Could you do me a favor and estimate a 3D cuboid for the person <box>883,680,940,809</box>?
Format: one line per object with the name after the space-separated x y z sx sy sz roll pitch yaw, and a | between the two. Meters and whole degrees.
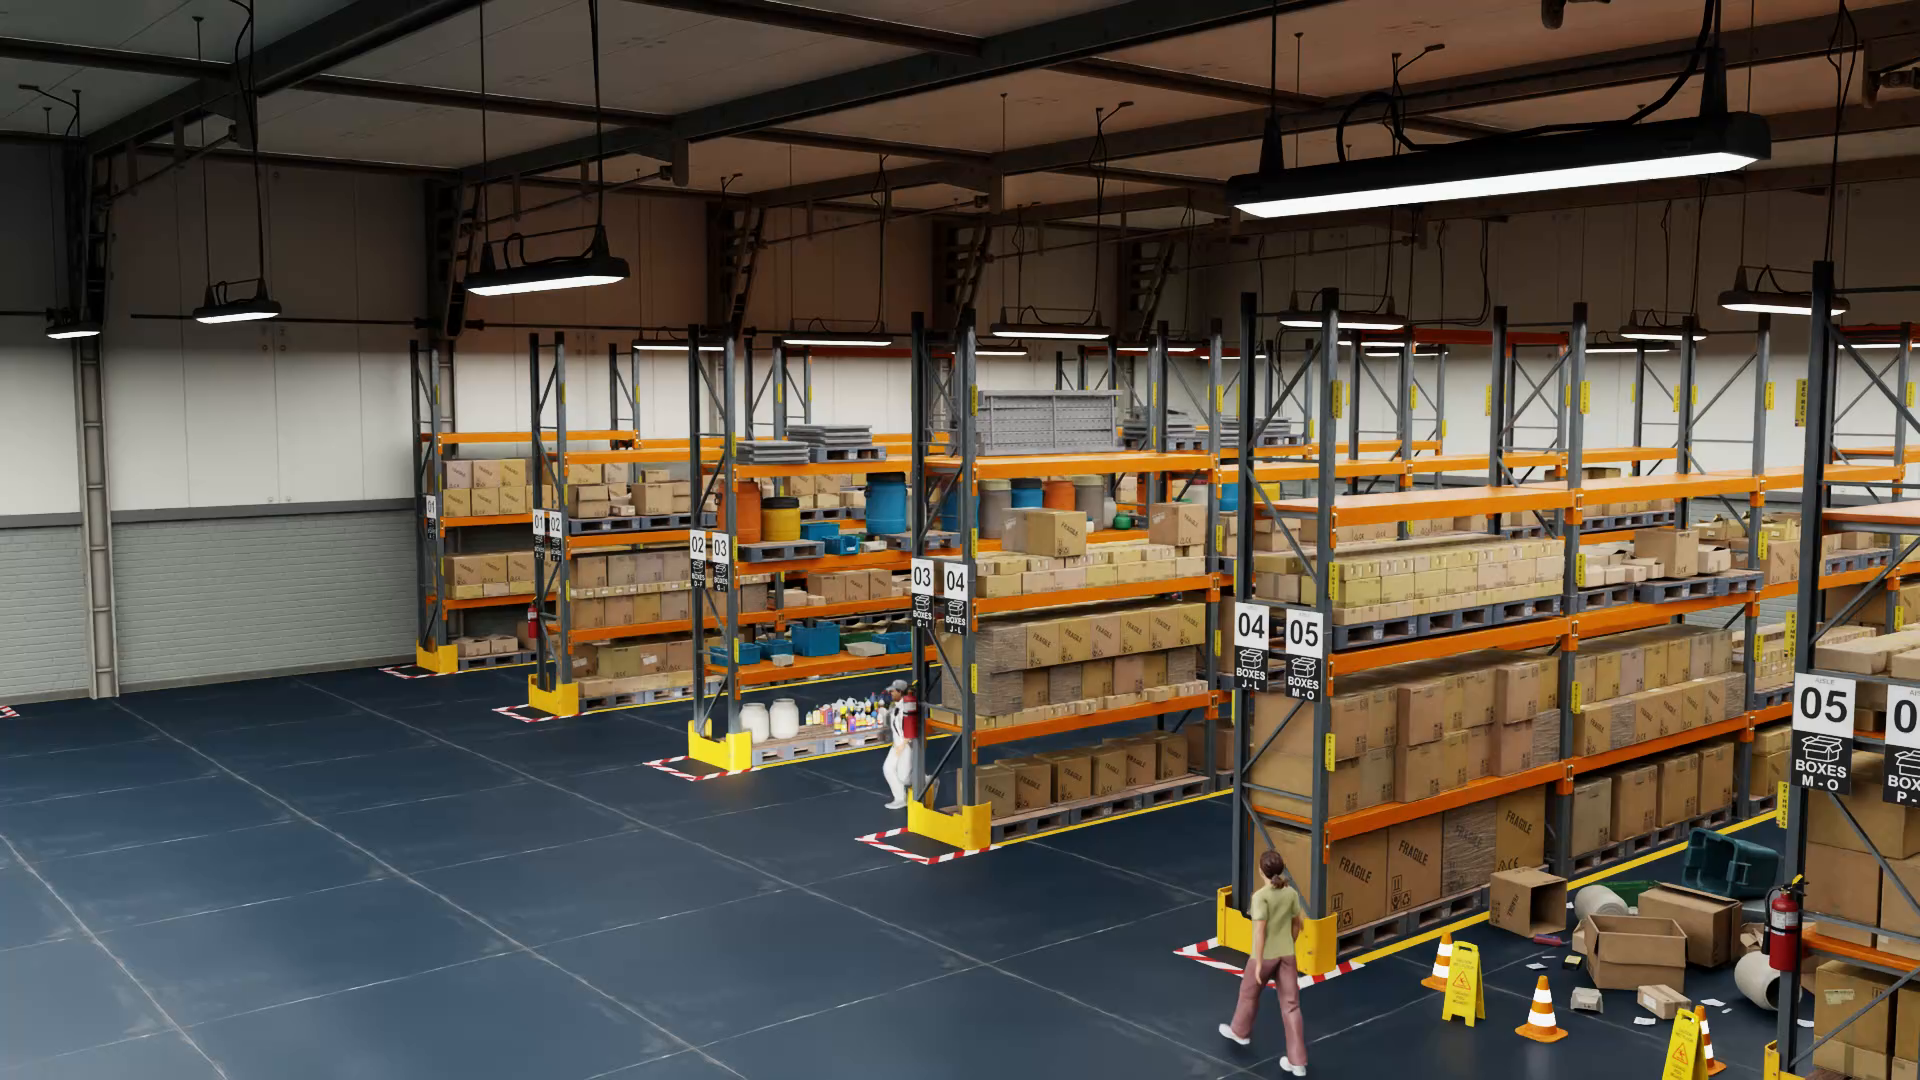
-0.608 2.498 20.483 0.688 1.577 0.519 -2 6 -17 | person

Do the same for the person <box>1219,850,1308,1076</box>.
2.378 3.162 12.725 0.476 1.597 1.020 -2 6 -19 | person
